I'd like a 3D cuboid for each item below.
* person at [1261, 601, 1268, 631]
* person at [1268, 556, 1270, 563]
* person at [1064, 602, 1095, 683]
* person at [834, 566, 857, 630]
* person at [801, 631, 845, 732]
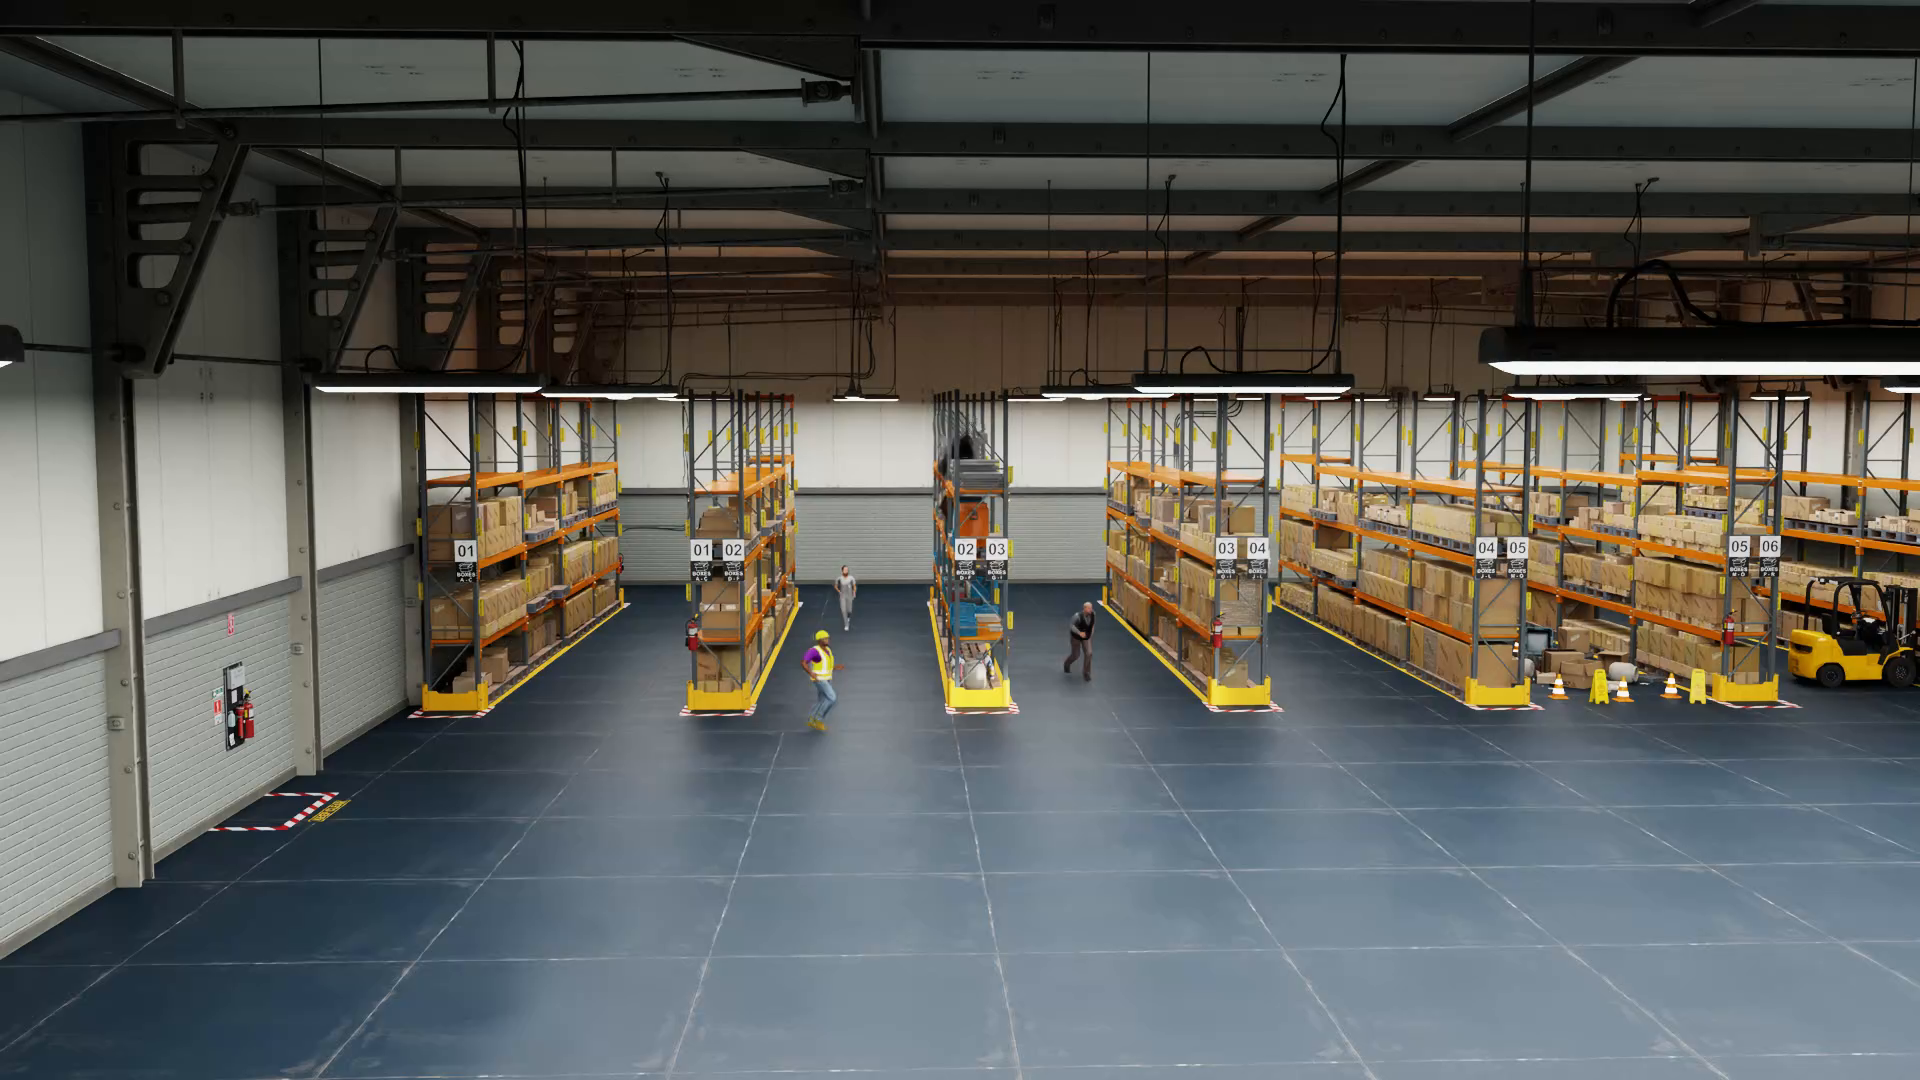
[{"bbox_3d":[7.495,1.377,41.967,0.657,1.776,0.968,-1,5,-13],"label":"person"},{"bbox_3d":[8.593,0.887,48.523,0.967,1.760,0.762,-1,5,-16],"label":"person"},{"bbox_3d":[2.480,2.094,34.691,0.696,1.680,1.008,-3,5,-31],"label":"person"},{"bbox_3d":[-2.917,1.462,42.409,0.565,1.633,0.599,0,5,-6],"label":"person"},{"bbox_3d":[-2.390,2.475,29.159,0.705,1.776,0.673,2,5,19],"label":"person"}]
